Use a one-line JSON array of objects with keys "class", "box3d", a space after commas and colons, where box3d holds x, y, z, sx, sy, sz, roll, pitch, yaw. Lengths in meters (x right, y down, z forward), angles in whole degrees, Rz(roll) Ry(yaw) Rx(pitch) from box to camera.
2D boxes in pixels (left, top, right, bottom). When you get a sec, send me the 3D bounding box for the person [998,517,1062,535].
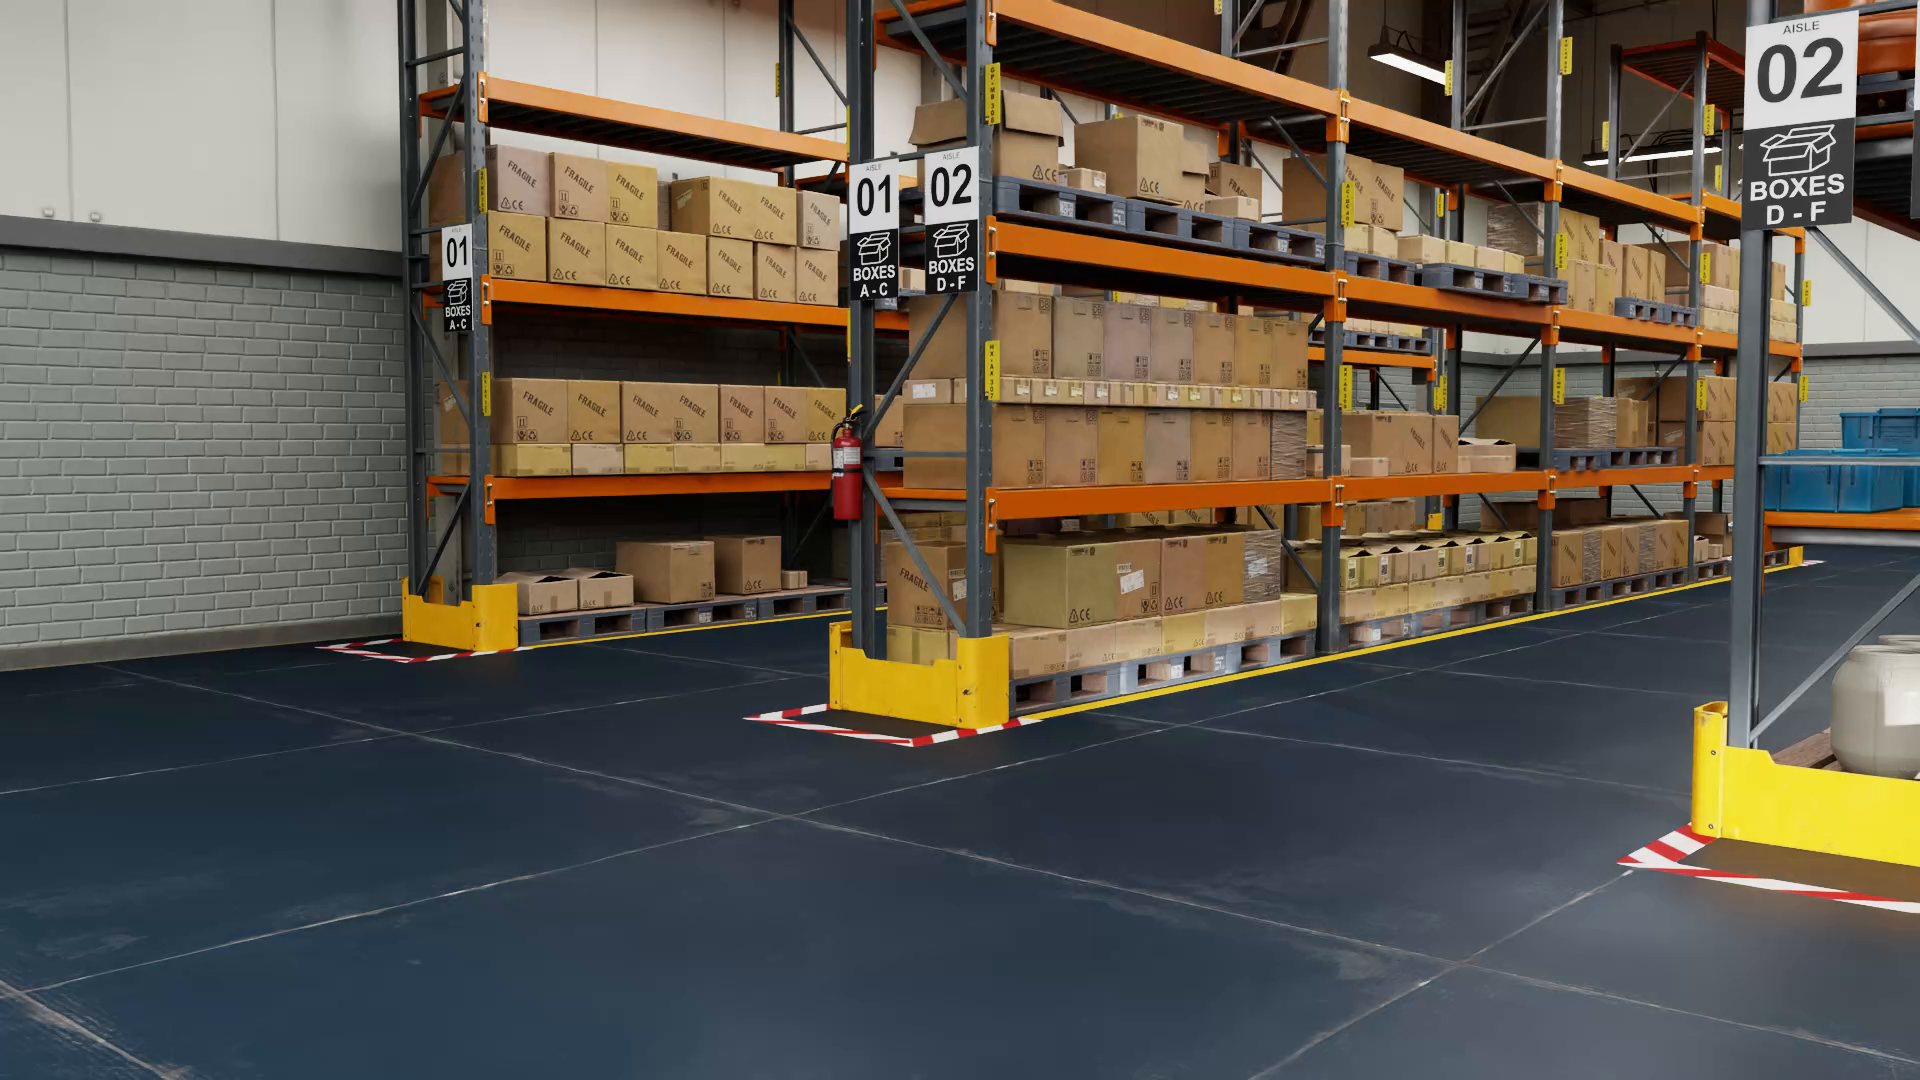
[{"class": "person", "box3d": [0.537, -0.040, 12.882, 0.601, 1.848, 0.561, 3, 5, 42]}]
